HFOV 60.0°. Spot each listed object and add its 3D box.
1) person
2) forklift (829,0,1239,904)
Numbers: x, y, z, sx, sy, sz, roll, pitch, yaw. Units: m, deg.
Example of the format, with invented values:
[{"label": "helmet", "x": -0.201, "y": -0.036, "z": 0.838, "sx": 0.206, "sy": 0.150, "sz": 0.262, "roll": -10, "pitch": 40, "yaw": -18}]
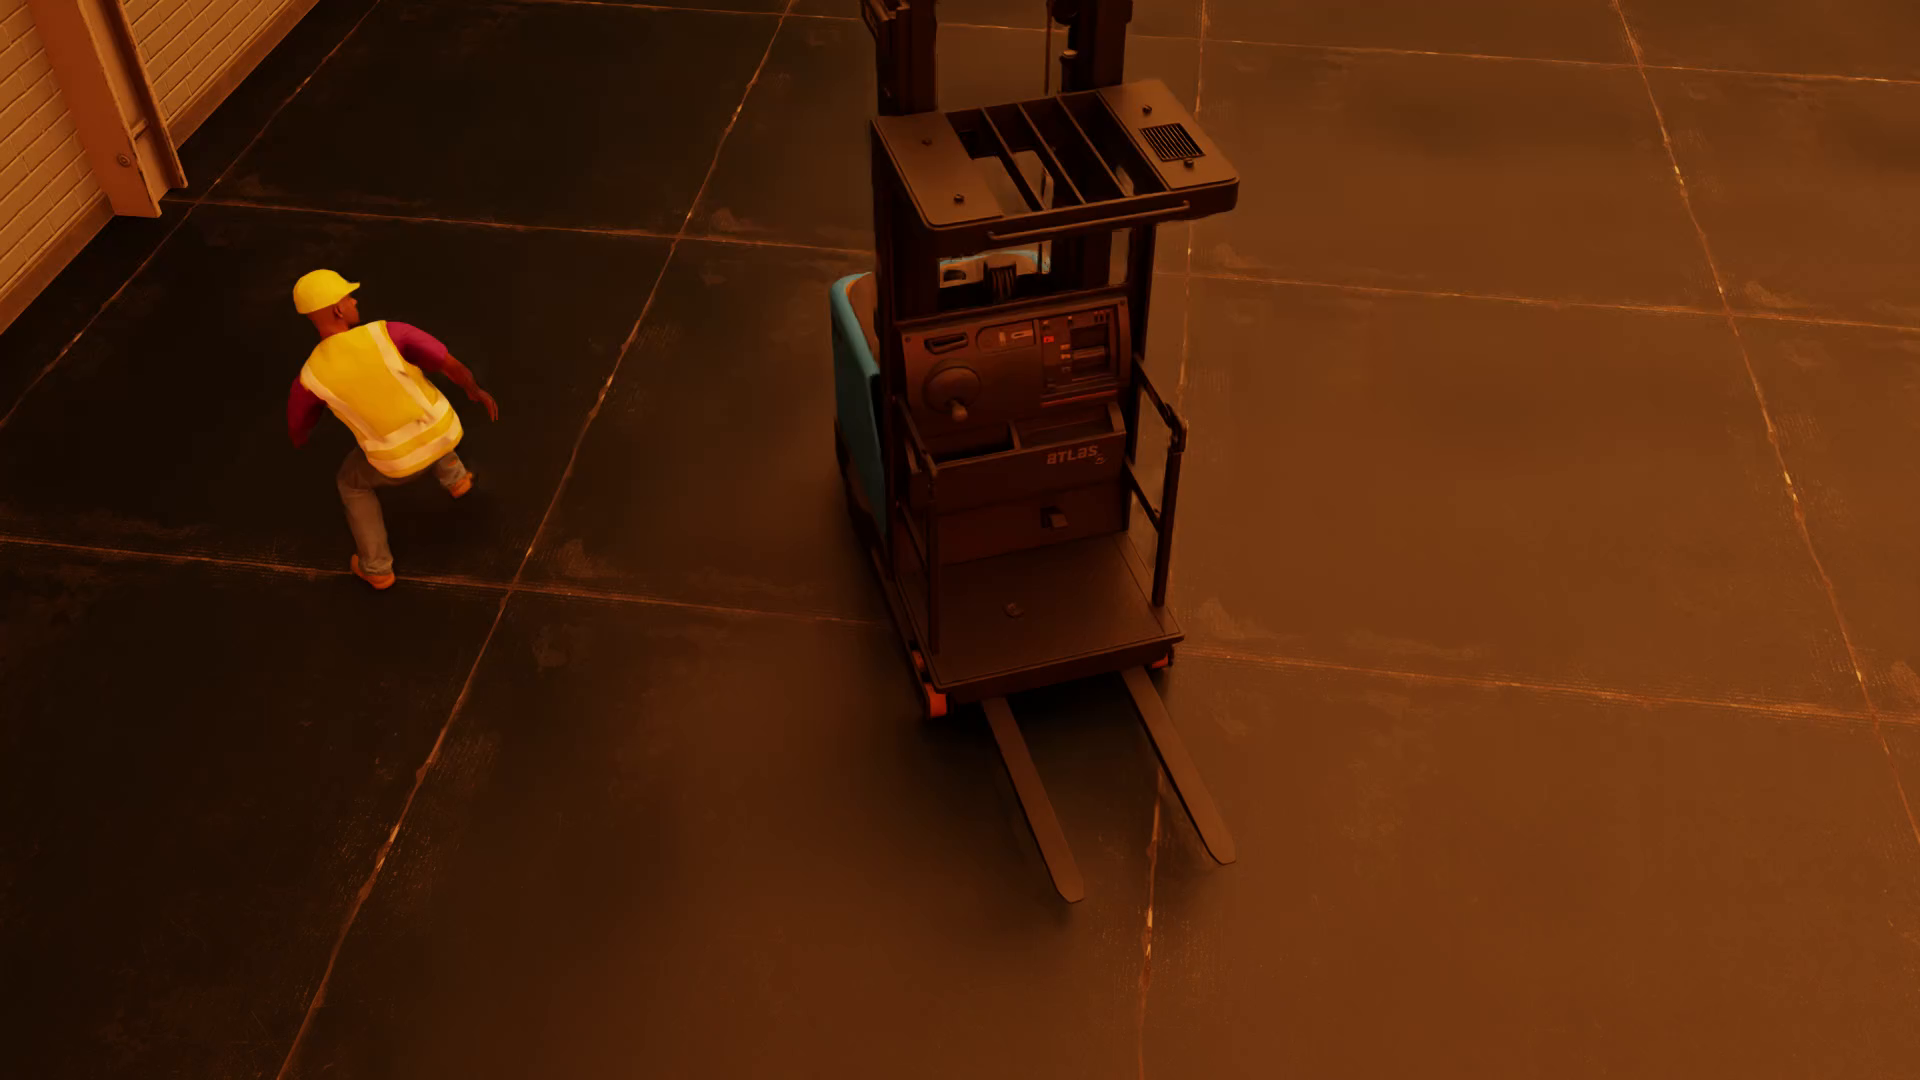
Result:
[{"label": "person", "x": -2.546, "y": -0.558, "z": 7.416, "sx": 0.841, "sy": 1.521, "sz": 0.693, "roll": -26, "pitch": 49, "yaw": -26}, {"label": "forklift", "x": 0.290, "y": -0.626, "z": 6.406, "sx": 1.130, "sy": 2.935, "sz": 3.031, "roll": -11, "pitch": 44, "yaw": -12}]
